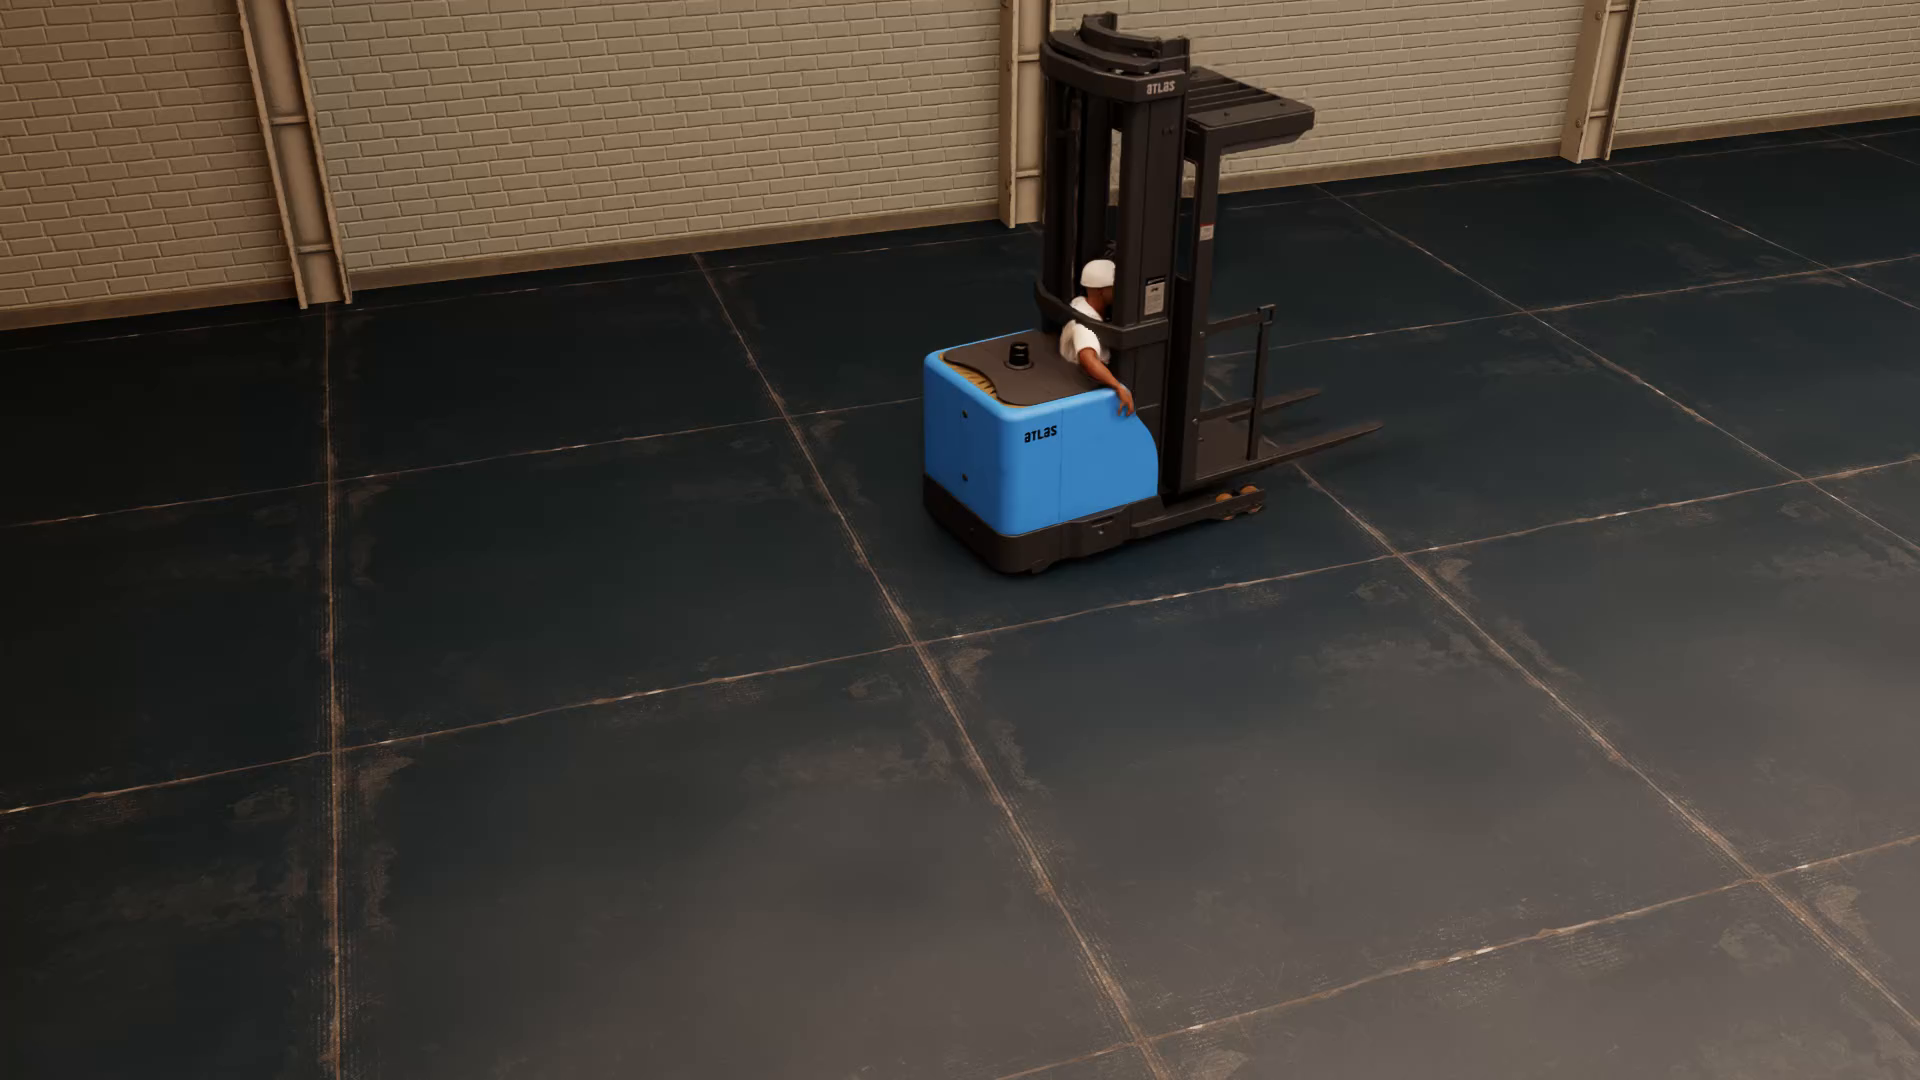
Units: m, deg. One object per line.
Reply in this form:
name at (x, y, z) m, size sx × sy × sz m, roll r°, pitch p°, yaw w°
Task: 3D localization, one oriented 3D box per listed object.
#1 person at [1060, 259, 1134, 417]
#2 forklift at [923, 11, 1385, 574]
person at (0.920, -0.938, 9.855) m, size 0.682 × 1.499 × 1.078 m, roll 4°, pitch 30°, yaw 7°
forklift at (1.307, -1.601, 9.869) m, size 3.031 × 2.935 × 1.130 m, roll -16°, pitch 34°, yaw -26°
